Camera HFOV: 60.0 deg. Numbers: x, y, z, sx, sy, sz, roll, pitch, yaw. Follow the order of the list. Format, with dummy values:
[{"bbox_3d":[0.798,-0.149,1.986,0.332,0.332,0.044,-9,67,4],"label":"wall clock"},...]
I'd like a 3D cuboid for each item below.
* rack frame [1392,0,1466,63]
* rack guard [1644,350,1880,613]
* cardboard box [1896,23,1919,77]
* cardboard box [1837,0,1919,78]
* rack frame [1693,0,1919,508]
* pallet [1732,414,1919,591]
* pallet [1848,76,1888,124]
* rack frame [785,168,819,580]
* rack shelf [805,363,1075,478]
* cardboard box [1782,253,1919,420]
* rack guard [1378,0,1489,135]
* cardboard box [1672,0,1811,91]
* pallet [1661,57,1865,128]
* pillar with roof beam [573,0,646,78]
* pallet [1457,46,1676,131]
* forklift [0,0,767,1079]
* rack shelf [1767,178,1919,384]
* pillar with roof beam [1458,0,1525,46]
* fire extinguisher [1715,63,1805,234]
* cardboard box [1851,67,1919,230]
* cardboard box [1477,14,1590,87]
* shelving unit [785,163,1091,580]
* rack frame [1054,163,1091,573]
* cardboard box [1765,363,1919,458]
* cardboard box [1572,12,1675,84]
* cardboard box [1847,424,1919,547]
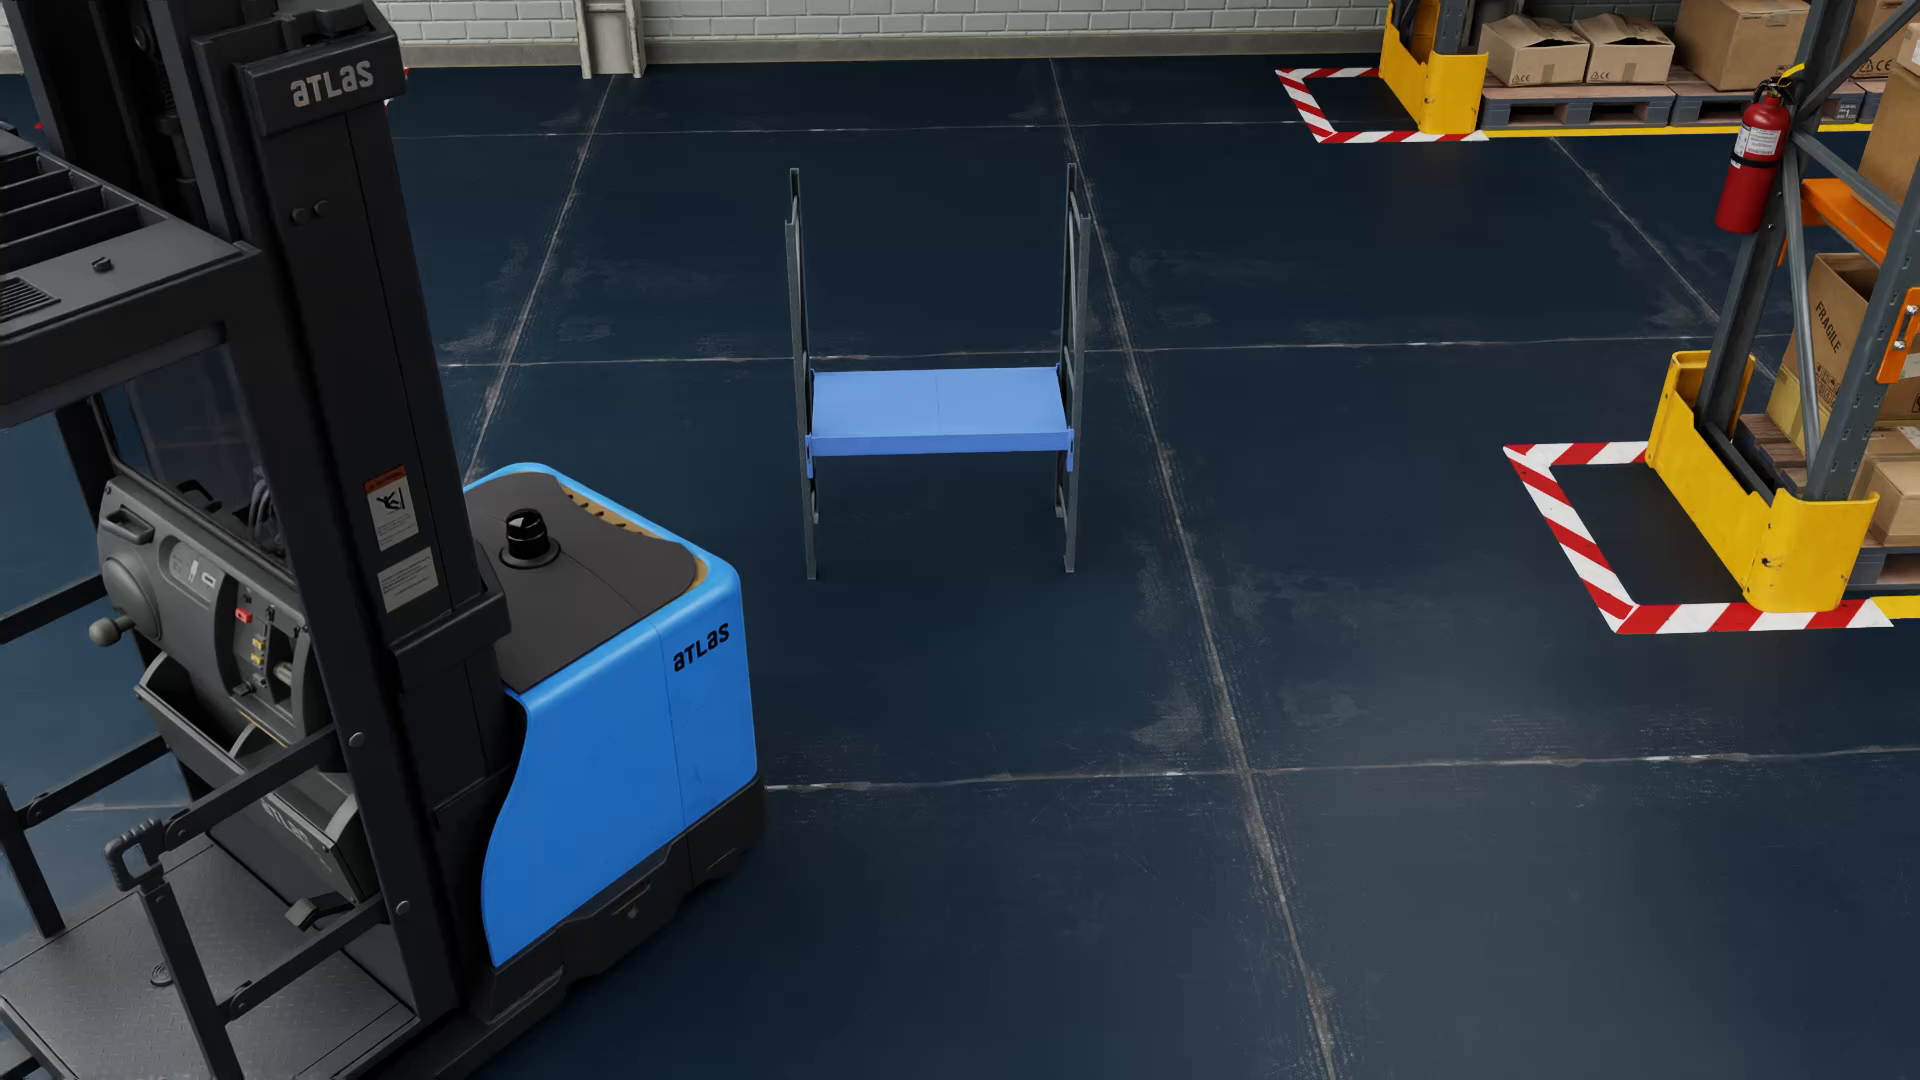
[{"bbox_3d":[2.970,-4.106,10.047,0.127,3.000,1.000,-2,35,-2],"label":"rack frame"},{"bbox_3d":[3.185,-0.261,6.689,0.348,0.500,1.175,-2,35,-2],"label":"rack guard"},{"bbox_3d":[3.581,-1.716,5.937,0.250,0.149,0.380,-2,35,-3],"label":"cardboard box"},{"bbox_3d":[5.931,-3.316,10.715,0.500,0.500,0.500,-4,35,-6],"label":"cardboard box"},{"bbox_3d":[3.209,-1.290,5.978,0.127,3.000,1.000,-2,35,-2],"label":"rack frame"},{"bbox_3d":[3.970,-0.188,6.836,1.213,0.211,1.003,-2,35,-2],"label":"pallet"},{"bbox_3d":[6.297,-3.029,10.941,1.213,0.211,1.003,-2,35,-2],"label":"pallet"},{"bbox_3d":[-0.593,-0.601,6.300,0.032,1.500,0.500,-2,35,-2],"label":"rack frame"},{"bbox_3d":[-0.085,-0.467,6.422,1.000,0.185,0.538,-2,35,-2],"label":"rack shelf"},{"bbox_3d":[3.730,-0.824,6.693,0.500,0.500,0.500,-2,35,-2],"label":"cardboard box"},{"bbox_3d":[3.046,-3.080,10.761,0.348,0.500,1.175,-2,35,-2],"label":"rack guard"},{"bbox_3d":[4.970,-3.233,10.596,0.500,0.500,0.700,-4,35,-5],"label":"cardboard box"},{"bbox_3d":[5.075,-2.994,10.891,1.213,0.211,1.003,-2,35,-2],"label":"pallet"},{"bbox_3d":[-2.161,-4.474,5.308,0.400,9.000,9.100,-2,35,-2],"label":"pillar with roof beam"},{"bbox_3d":[3.859,-2.963,10.846,1.213,0.211,1.003,-2,35,-2],"label":"pallet"},{"bbox_3d":[-1.944,0.227,3.846,1.130,2.935,3.031,25,42,32],"label":"forklift"},{"bbox_3d":[5.206,-1.048,6.261,4.000,0.370,1.077,-2,35,-2],"label":"rack shelf"},{"bbox_3d":[3.832,-4.636,5.541,0.400,9.000,9.100,-2,35,-2],"label":"pillar with roof beam"},{"bbox_3d":[3.068,-1.519,6.377,0.183,0.674,0.296,-2,35,-2],"label":"fire extinguisher"},{"bbox_3d":[3.675,-1.336,5.957,0.500,0.500,0.700,-2,35,-2],"label":"cardboard box"},{"bbox_3d":[3.666,-3.149,10.640,0.500,0.311,0.500,-5,35,-8],"label":"cardboard box"},{"bbox_3d":[-0.085,-0.614,6.320,1.048,1.500,0.538,-2,35,-2],"label":"shelving unit"},{"bbox_3d":[0.423,-0.628,6.340,0.032,1.500,0.500,-2,35,-2],"label":"rack frame"},{"bbox_3d":[3.730,-0.514,6.905,0.500,0.250,0.500,-2,35,-2],"label":"cardboard box"},{"bbox_3d":[4.235,-3.164,10.662,0.500,0.311,0.500,1,35,2],"label":"cardboard box"},{"bbox_3d":[3.755,-0.220,6.479,0.500,0.250,0.500,-2,35,-2],"label":"cardboard box"}]
